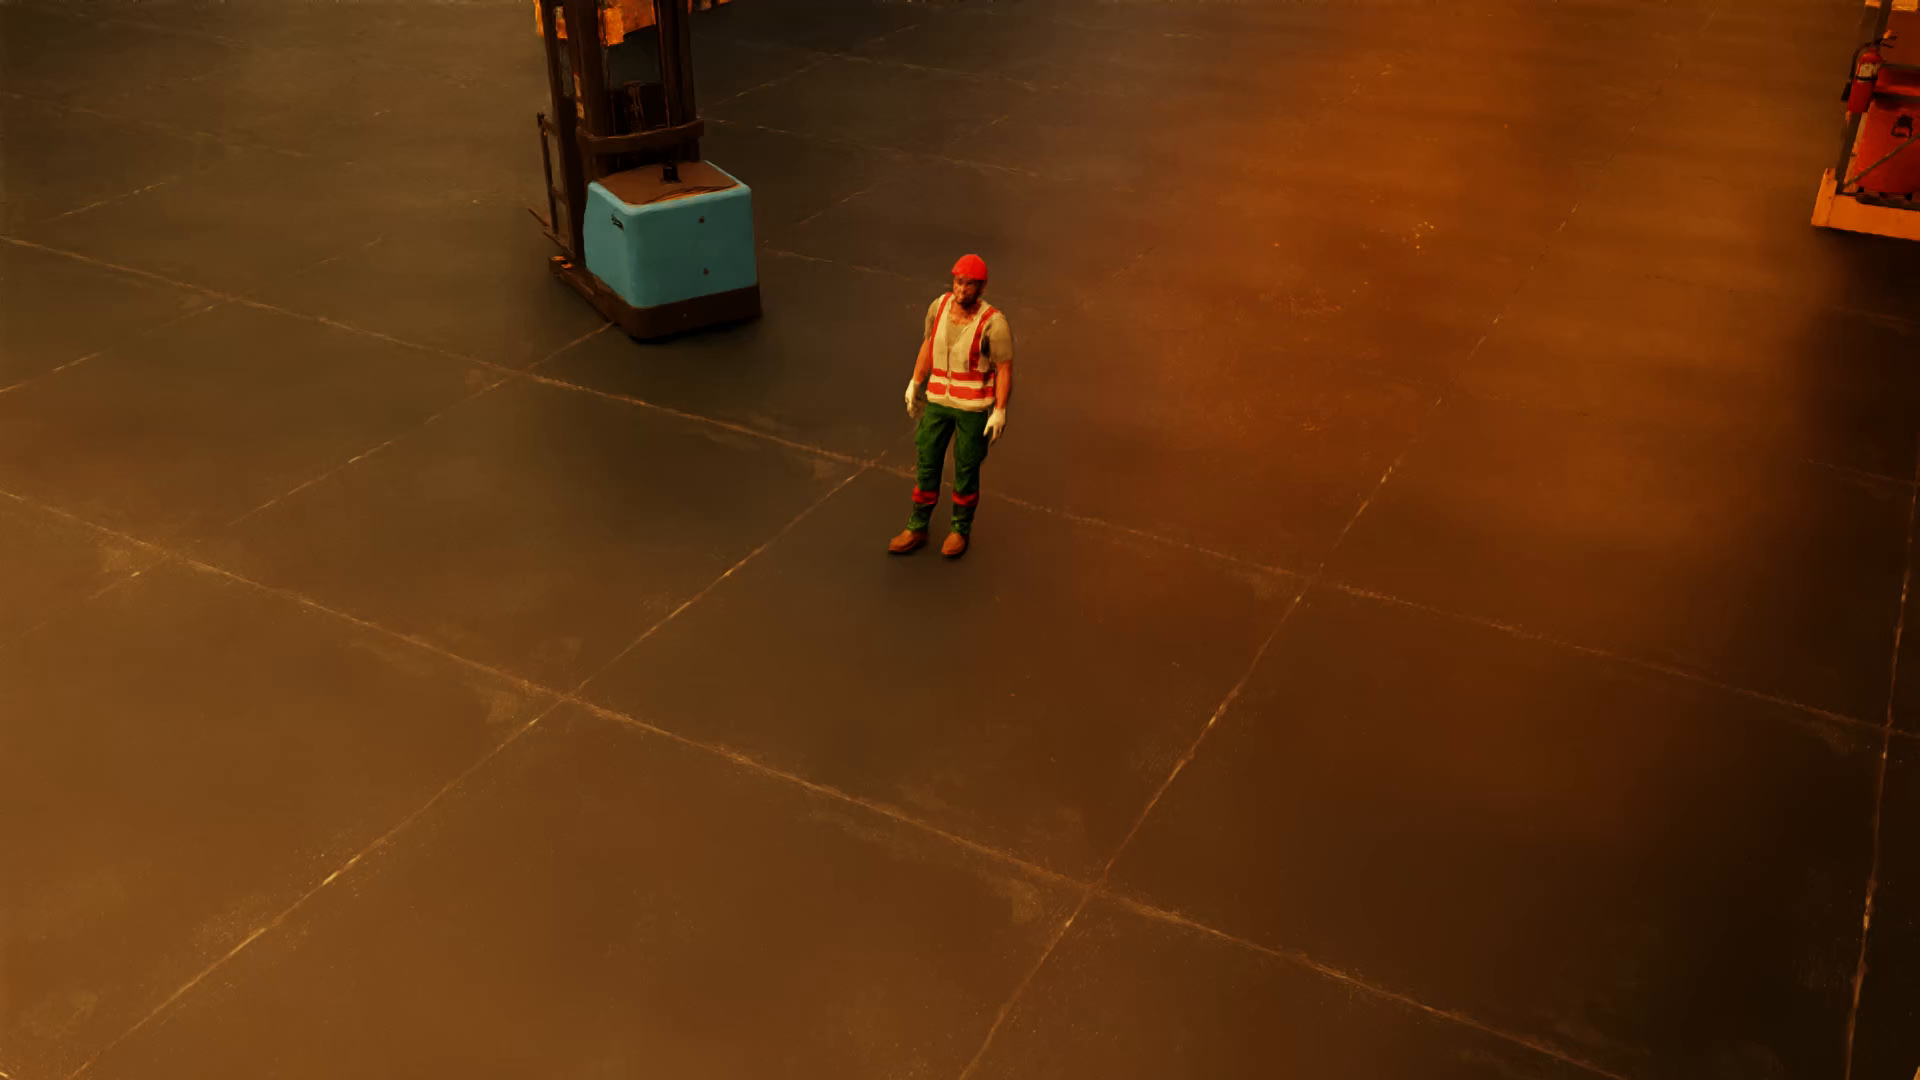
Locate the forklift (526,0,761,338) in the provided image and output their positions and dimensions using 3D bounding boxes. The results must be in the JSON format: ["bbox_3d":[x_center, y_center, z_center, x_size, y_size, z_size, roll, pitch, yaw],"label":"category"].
[{"bbox_3d":[-2.750,-3.483,13.105,1.130,2.935,3.031,-17,34,-27],"label":"forklift"}]

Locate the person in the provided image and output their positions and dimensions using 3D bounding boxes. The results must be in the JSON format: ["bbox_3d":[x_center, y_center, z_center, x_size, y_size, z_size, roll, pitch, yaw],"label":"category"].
[{"bbox_3d":[-0.049,-0.748,9.496,0.637,1.787,0.563,15,33,25],"label":"person"}]
